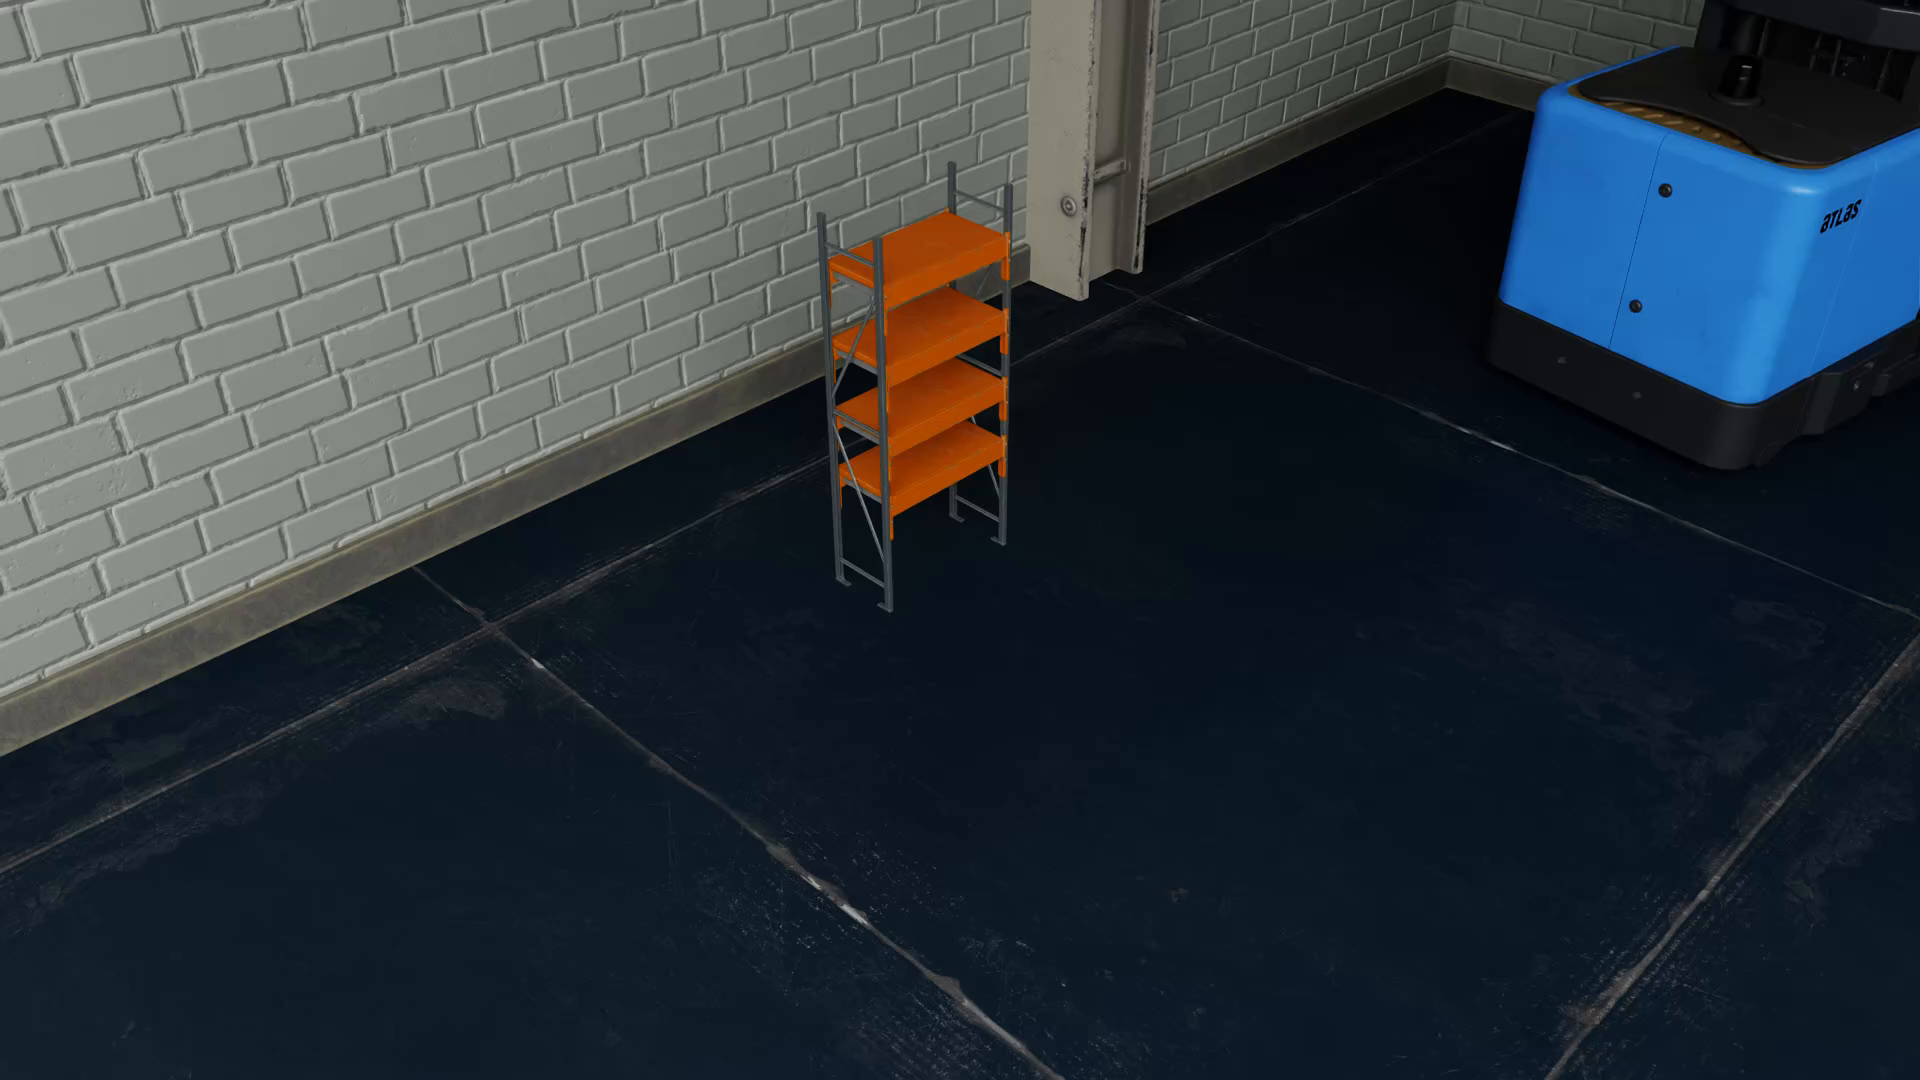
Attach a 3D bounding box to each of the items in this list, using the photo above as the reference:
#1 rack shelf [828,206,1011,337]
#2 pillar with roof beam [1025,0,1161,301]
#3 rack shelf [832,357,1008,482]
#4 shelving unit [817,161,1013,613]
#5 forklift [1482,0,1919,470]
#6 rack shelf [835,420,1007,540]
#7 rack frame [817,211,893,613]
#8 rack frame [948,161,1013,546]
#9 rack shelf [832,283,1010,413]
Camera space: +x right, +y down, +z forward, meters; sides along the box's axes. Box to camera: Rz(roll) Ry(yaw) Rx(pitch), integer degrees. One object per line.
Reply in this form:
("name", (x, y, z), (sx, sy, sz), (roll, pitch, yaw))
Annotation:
("rack shelf", (-0.117, -0.747, 4.586), (0.258, 0.148, 0.480), (30, 45, 35))
("pillar with roof beam", (3.562, -3.047, 1.752), (9.100, 9.000, 0.400), (30, 45, 35))
("rack shelf", (-0.117, -0.370, 4.849), (0.258, 0.148, 0.480), (30, 45, 35))
("shelving unit", (-0.117, -0.425, 4.810), (0.258, 1.200, 0.503), (30, 45, 35))
("forklift", (3.393, -2.109, 5.712), (3.031, 2.935, 1.130), (-23, 41, -30))
("rack shelf", (-0.117, -0.207, 4.962), (0.258, 0.148, 0.480), (30, 45, 35))
("rack frame", (-0.289, -0.326, 4.668), (0.240, 1.200, 0.015), (30, 45, 35))
("rack frame", (0.055, -0.524, 4.952), (0.240, 1.200, 0.015), (30, 45, 35))
("rack shelf", (-0.117, -0.553, 4.721), (0.258, 0.148, 0.480), (30, 45, 35))
